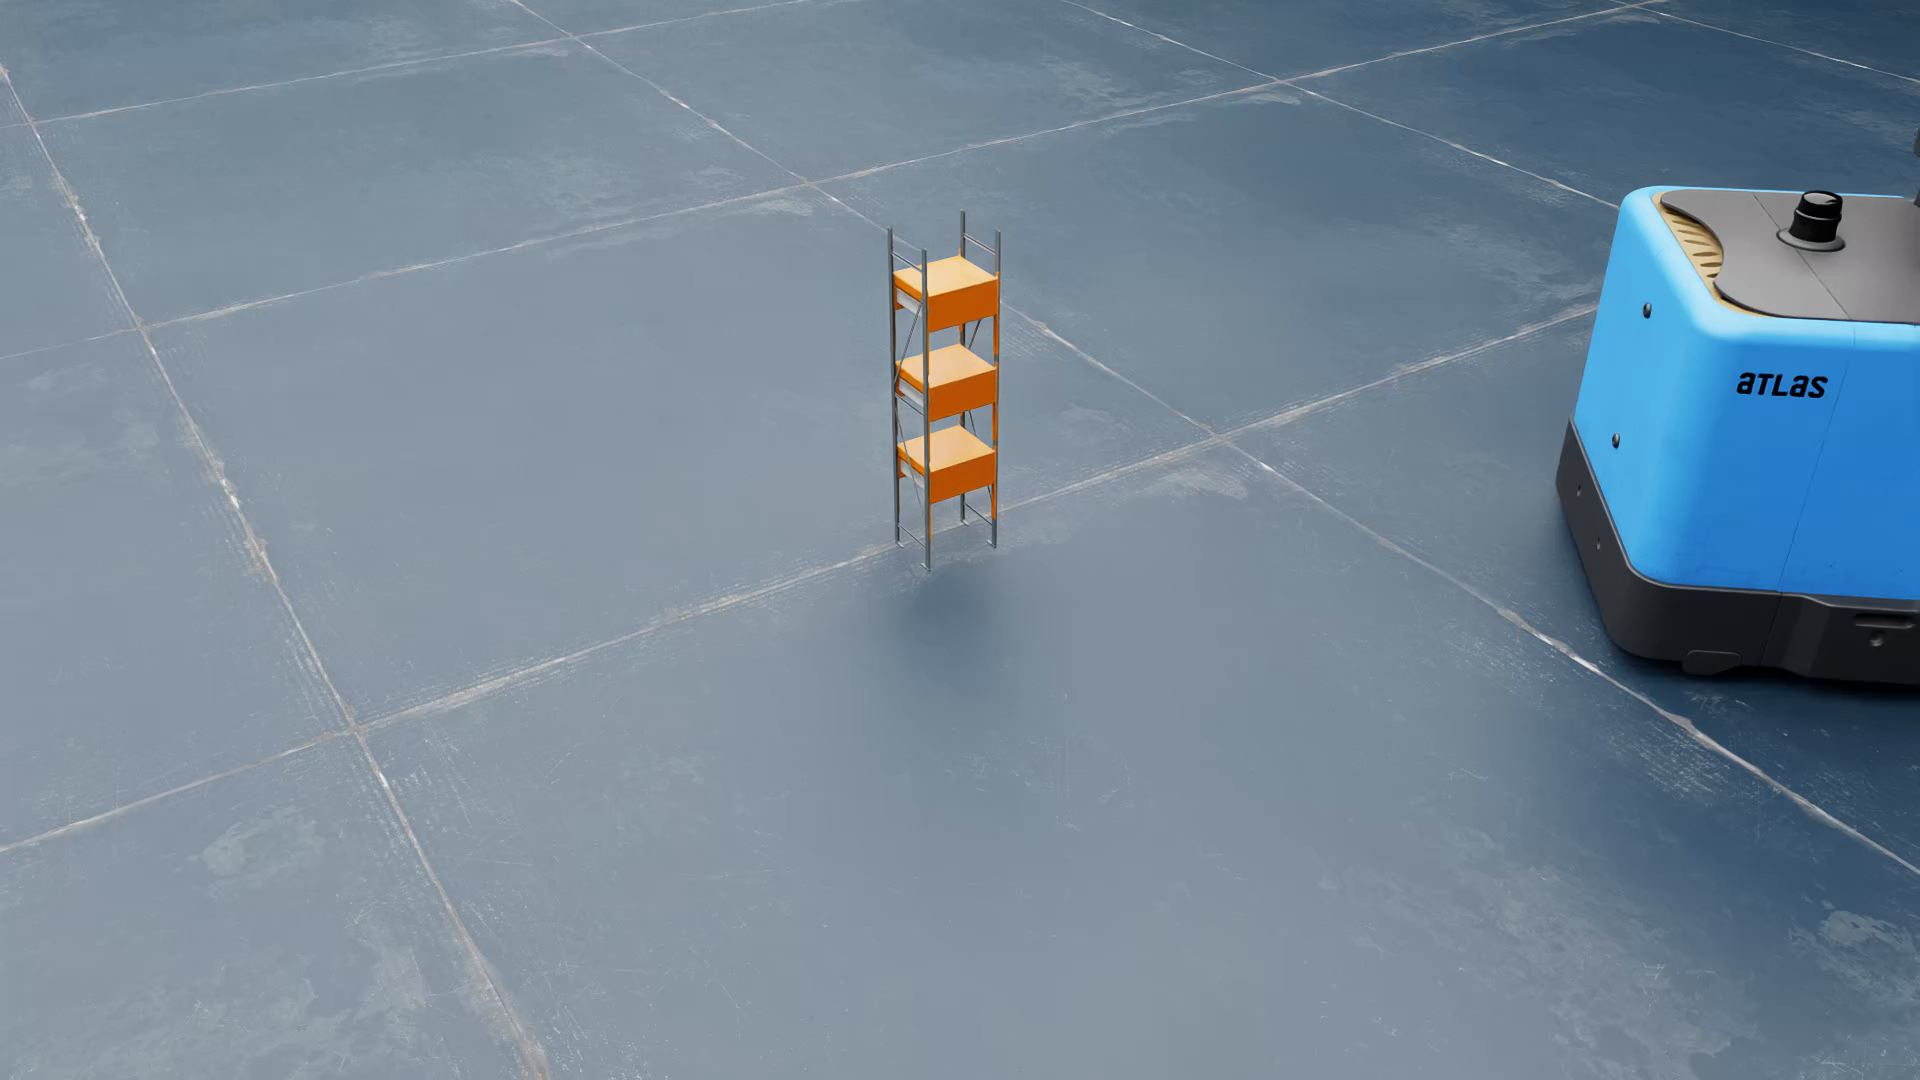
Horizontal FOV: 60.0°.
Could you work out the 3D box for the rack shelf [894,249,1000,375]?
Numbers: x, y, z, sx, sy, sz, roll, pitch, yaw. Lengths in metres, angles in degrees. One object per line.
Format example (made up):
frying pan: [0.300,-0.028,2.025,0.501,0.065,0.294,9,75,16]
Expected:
rack shelf: [-0.045,-0.660,4.800,0.240,0.259,0.215,-19,37,-27]

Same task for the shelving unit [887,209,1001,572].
shelving unit: [-0.045,-0.429,4.945,0.252,1.050,0.215,-19,37,-27]

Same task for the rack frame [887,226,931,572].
rack frame: [-0.148,-0.393,4.889,0.008,1.050,0.200,-19,37,-27]

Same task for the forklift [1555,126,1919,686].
forklift: [3.384,-1.034,4.142,3.031,2.935,1.130,4,32,6]

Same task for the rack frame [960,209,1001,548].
rack frame: [0.058,-0.464,5.001,0.008,1.050,0.200,-19,37,-27]

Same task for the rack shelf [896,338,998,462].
rack shelf: [-0.045,-0.420,4.951,0.240,0.259,0.215,-19,37,-27]

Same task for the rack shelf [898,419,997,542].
rack shelf: [-0.045,-0.185,5.099,0.240,0.259,0.215,-19,37,-27]
